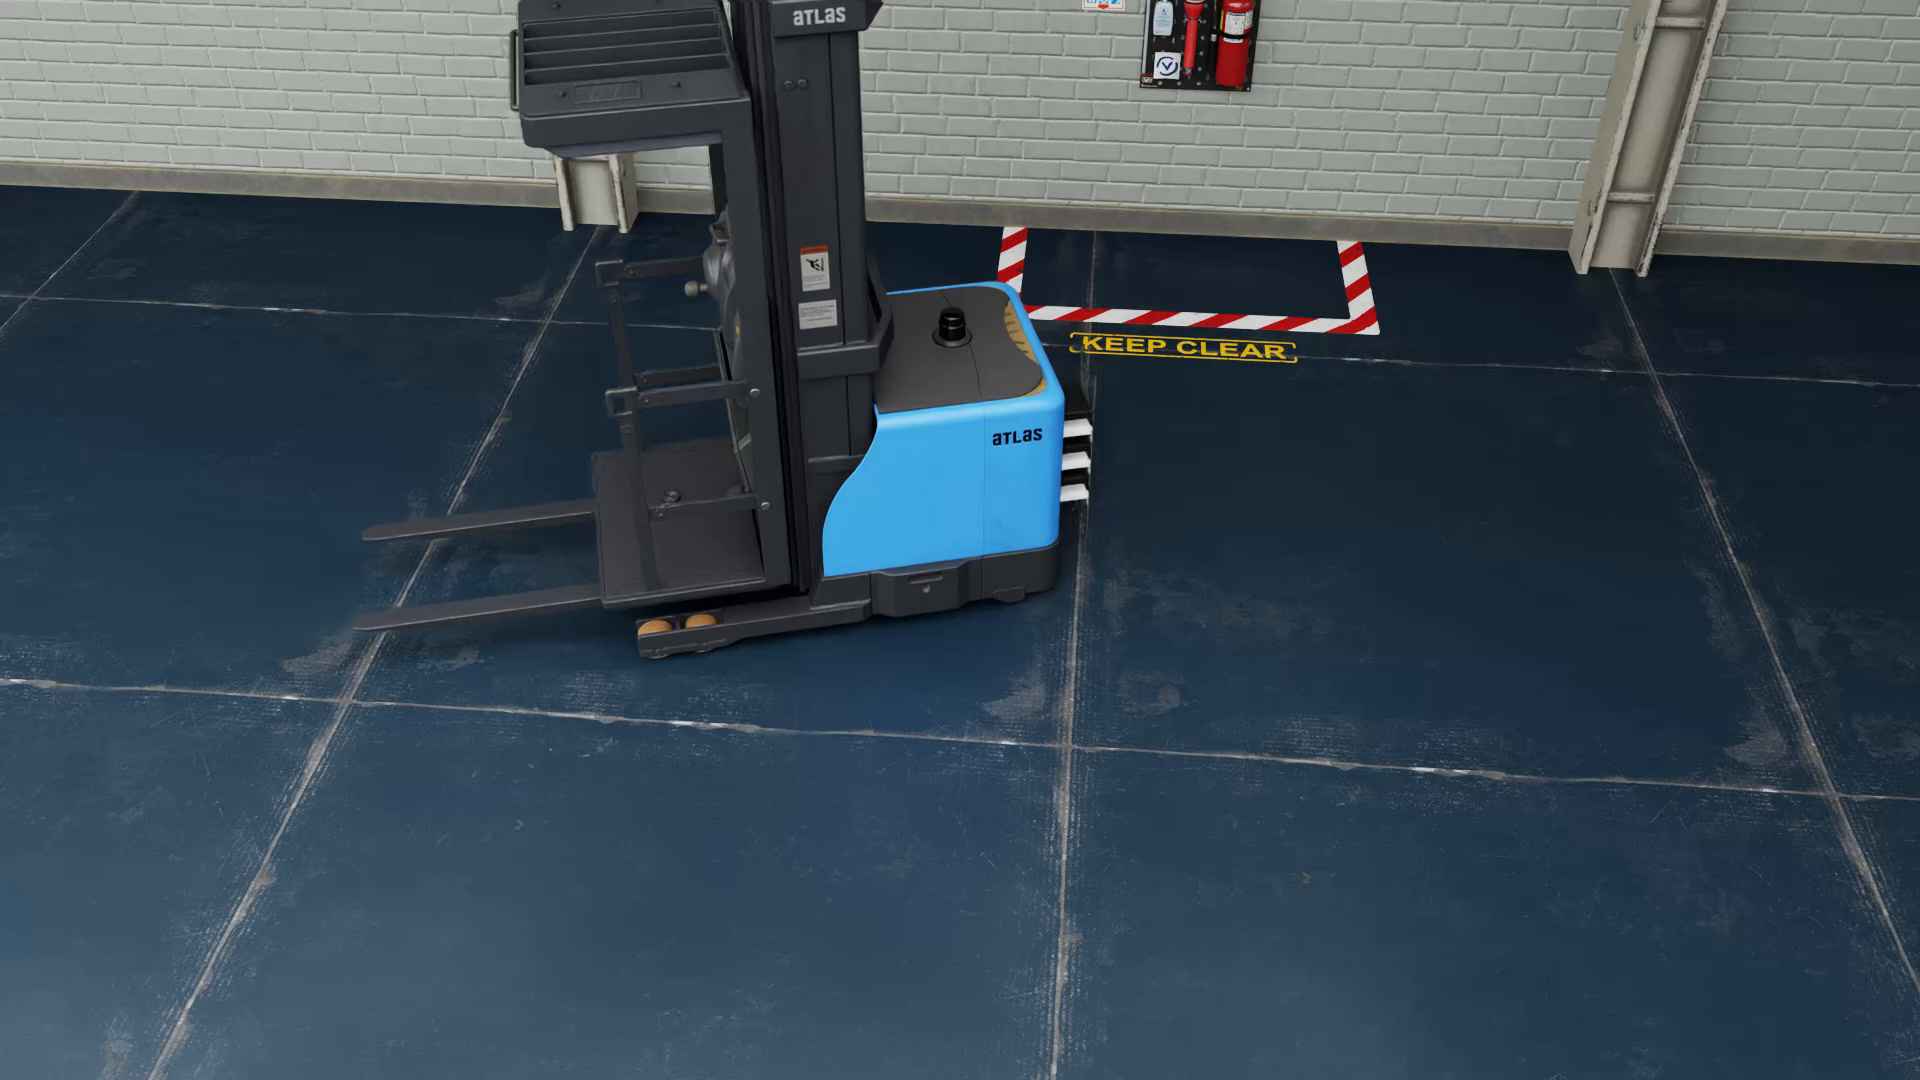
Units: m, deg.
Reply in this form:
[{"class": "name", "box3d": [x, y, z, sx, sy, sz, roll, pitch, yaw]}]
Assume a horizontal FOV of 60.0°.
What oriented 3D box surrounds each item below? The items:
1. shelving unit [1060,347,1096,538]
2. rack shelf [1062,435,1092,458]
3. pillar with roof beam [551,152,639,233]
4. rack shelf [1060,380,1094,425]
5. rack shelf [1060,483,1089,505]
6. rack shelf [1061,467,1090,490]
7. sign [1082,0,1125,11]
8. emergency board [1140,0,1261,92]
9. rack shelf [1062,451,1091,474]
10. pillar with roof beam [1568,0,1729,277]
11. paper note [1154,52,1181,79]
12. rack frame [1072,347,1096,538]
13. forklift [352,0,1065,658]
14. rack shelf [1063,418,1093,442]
[{"class": "shelving unit", "box3d": [0.464, -0.418, 7.550, 0.210, 0.900, 0.258, -8, 40, -9]}, {"class": "rack shelf", "box3d": [0.464, -0.462, 7.515, 0.200, 0.077, 0.258, -8, 40, -9]}, {"class": "pillar with roof beam", "box3d": [-2.555, -2.742, 3.990, 0.400, 9.000, 9.100, 3, 39, 4]}, {"class": "rack shelf", "box3d": [0.464, -0.601, 7.401, 0.200, 0.077, 0.258, -8, 40, -9]}, {"class": "rack shelf", "box3d": [0.464, -0.252, 7.685, 0.200, 0.077, 0.258, -8, 40, -9]}, {"class": "rack shelf", "box3d": [0.464, -0.322, 7.628, 0.200, 0.077, 0.258, -8, 40, -9]}, {"class": "sign", "box3d": [0.793, -3.063, 9.109, 0.234, 0.329, 0.001, 3, 39, 4]}, {"class": "emergency board", "box3d": [1.335, -2.954, 9.003, 0.643, 1.169, 0.194, 3, 39, 4]}, {"class": "rack shelf", "box3d": [0.464, -0.392, 7.572, 0.200, 0.077, 0.258, -8, 40, -9]}, {"class": "pillar with roof beam", "box3d": [3.422, -2.415, 3.588, 0.400, 9.000, 9.100, 3, 39, 4]}, {"class": "paper note", "box3d": [1.165, -2.666, 9.346, 0.142, 0.148, 0.016, 3, 39, 4]}, {"class": "rack frame", "box3d": [0.563, -0.431, 7.567, 0.006, 0.900, 0.240, -8, 40, -9]}, {"class": "forklift", "box3d": [-1.125, -0.995, 6.651, 3.031, 2.935, 1.130, -8, 40, -9]}, {"class": "rack shelf", "box3d": [0.464, -0.532, 7.458, 0.200, 0.077, 0.258, -8, 40, -9]}]
